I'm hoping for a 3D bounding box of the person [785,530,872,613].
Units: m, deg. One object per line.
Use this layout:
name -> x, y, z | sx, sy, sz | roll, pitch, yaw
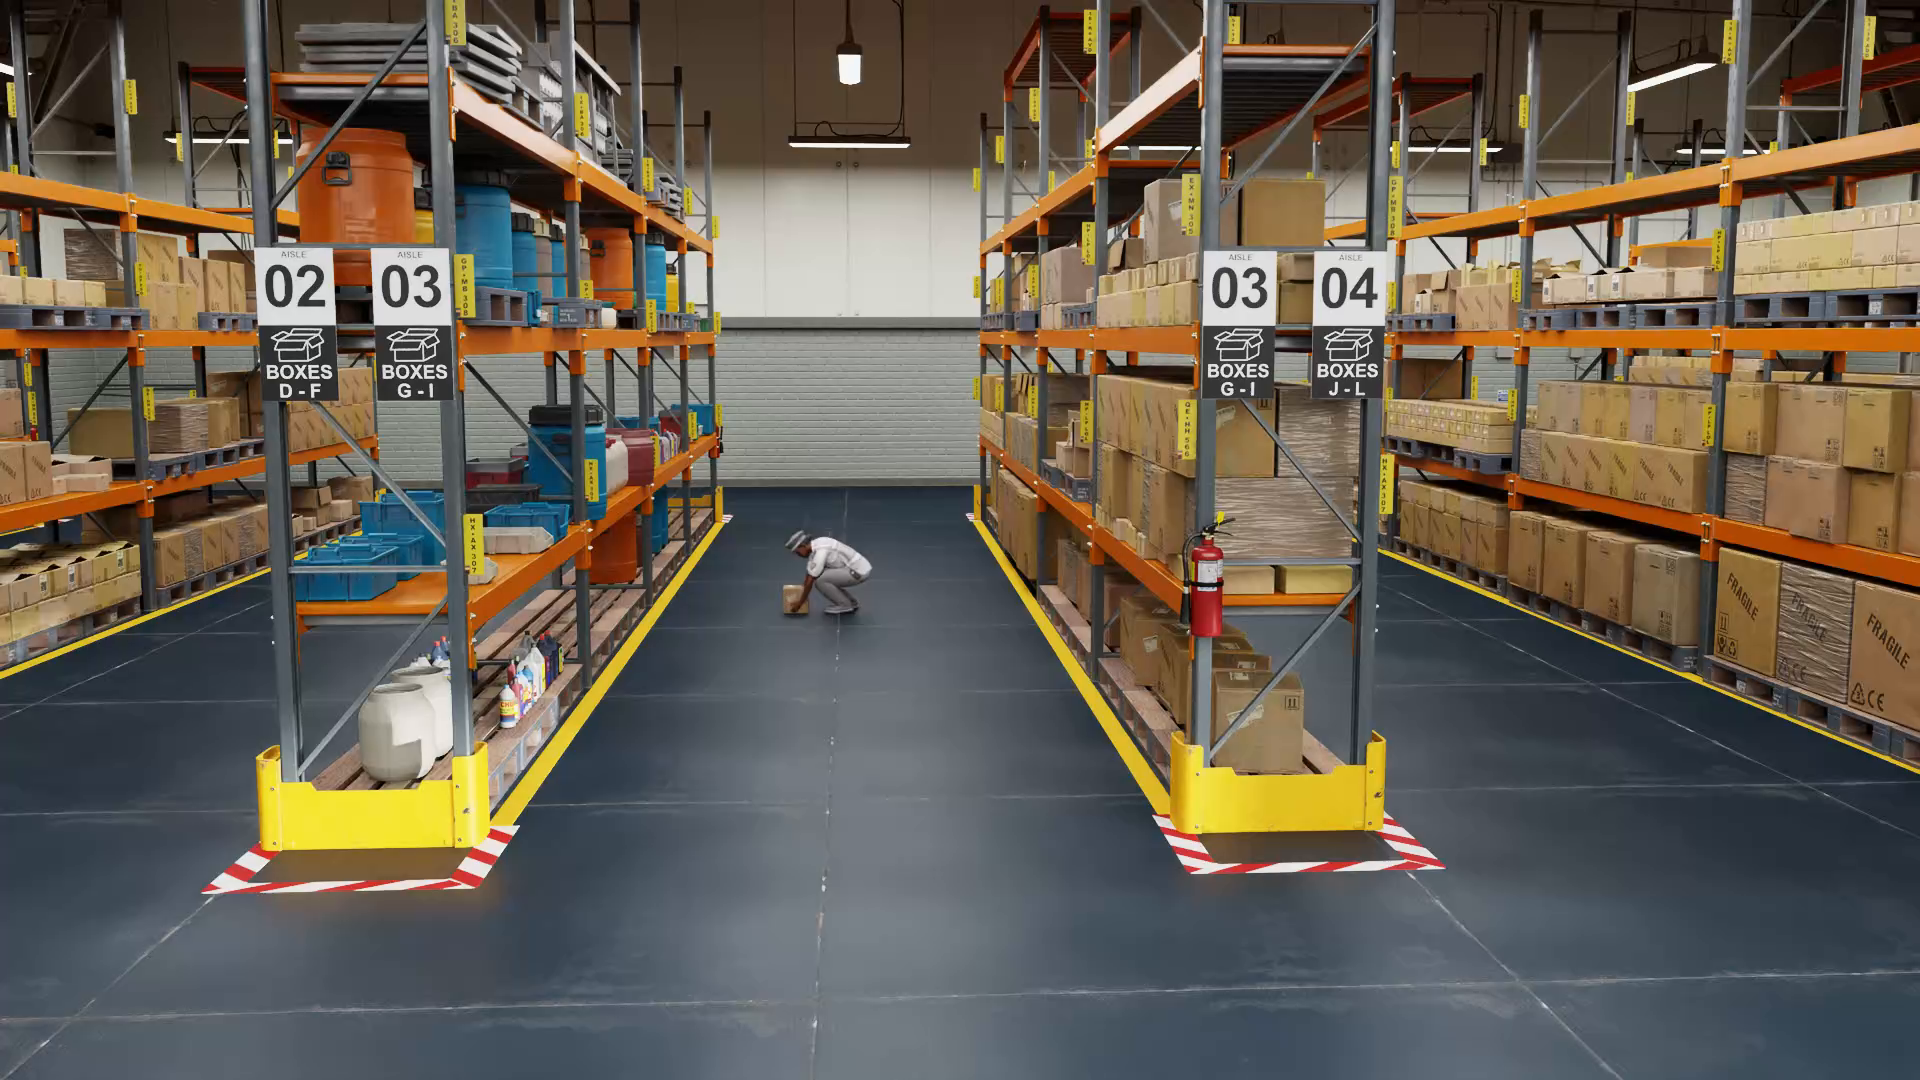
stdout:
person -> -1.320, 0.312, 16.681 | 0.867, 0.847, 0.475 | 0, 7, -4
